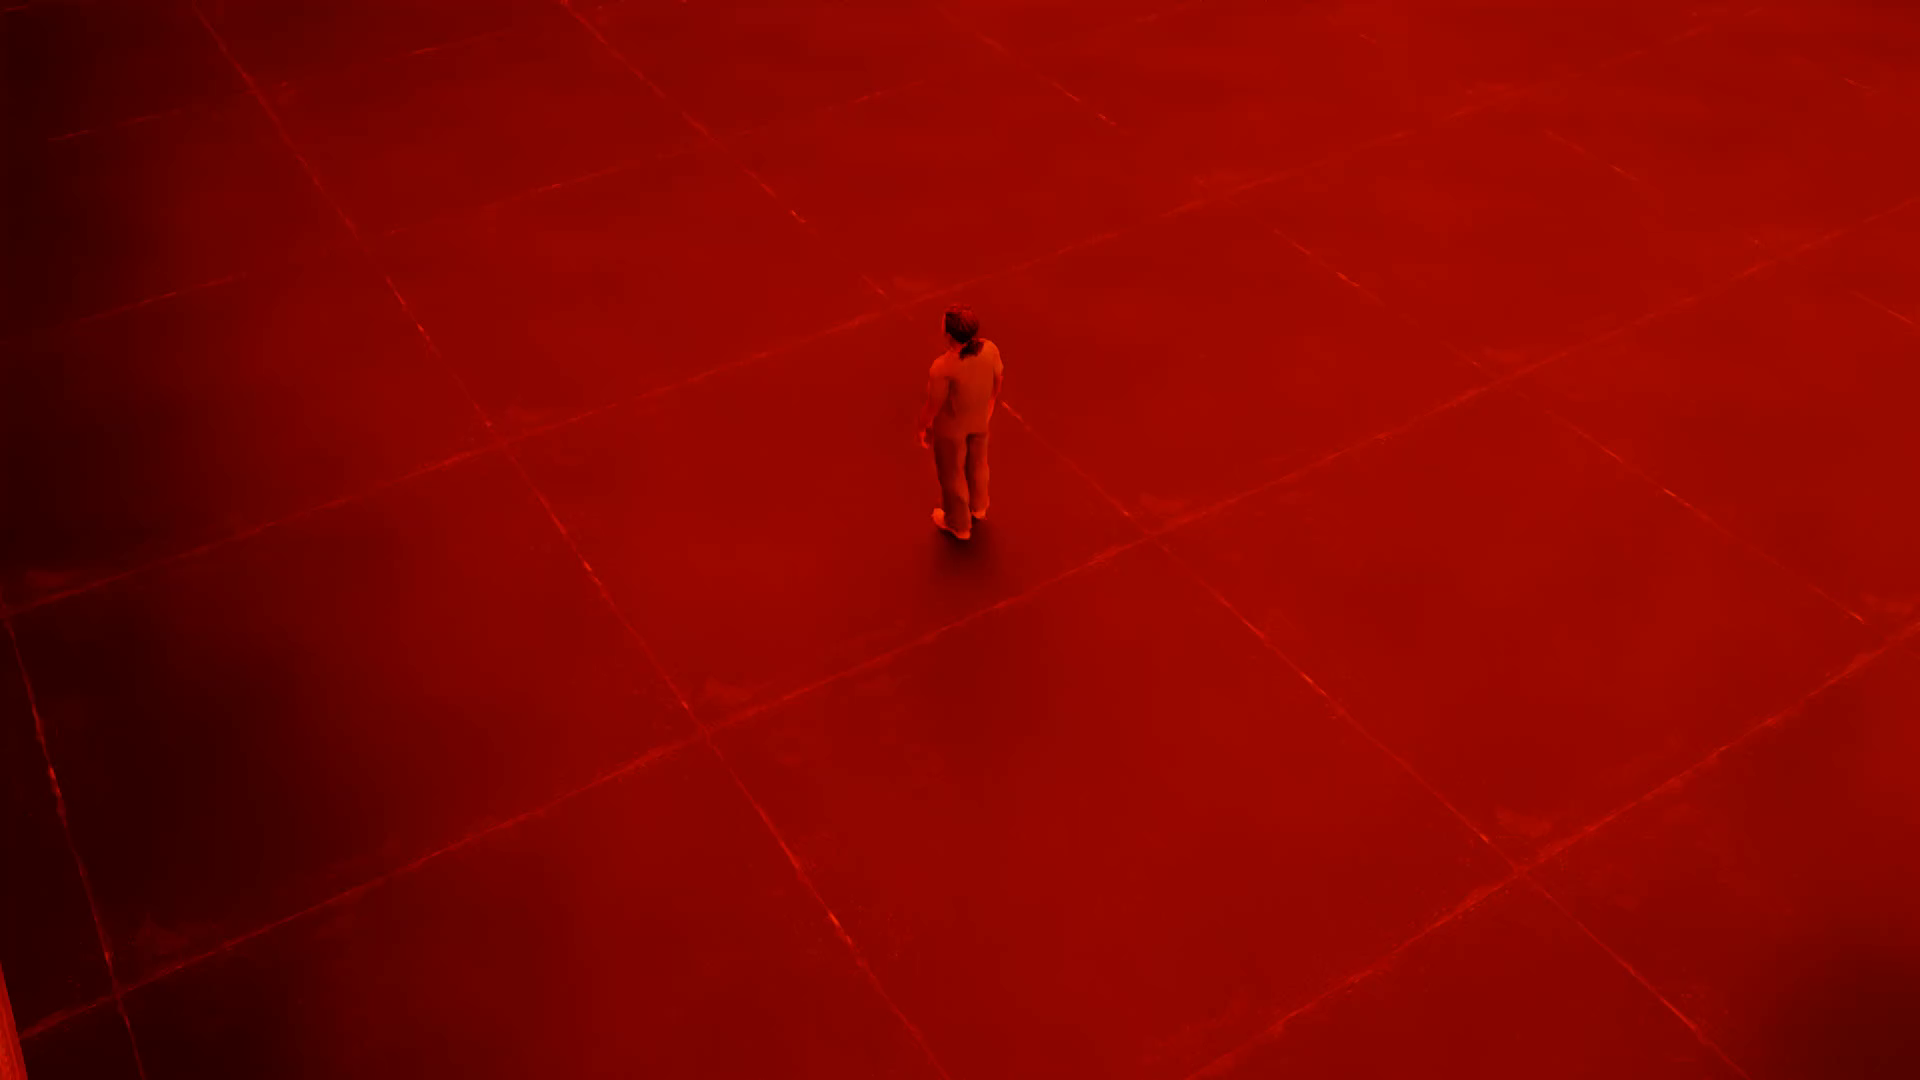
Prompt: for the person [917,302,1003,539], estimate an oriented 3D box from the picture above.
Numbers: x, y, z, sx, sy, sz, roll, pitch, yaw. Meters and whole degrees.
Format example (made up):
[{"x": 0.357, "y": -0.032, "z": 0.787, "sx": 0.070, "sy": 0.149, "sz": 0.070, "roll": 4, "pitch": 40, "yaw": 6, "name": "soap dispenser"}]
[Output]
[{"x": -0.028, "y": -0.711, "z": 9.568, "sx": 0.550, "sy": 1.673, "sz": 0.549, "roll": -23, "pitch": 46, "yaw": -24, "name": "person"}]
